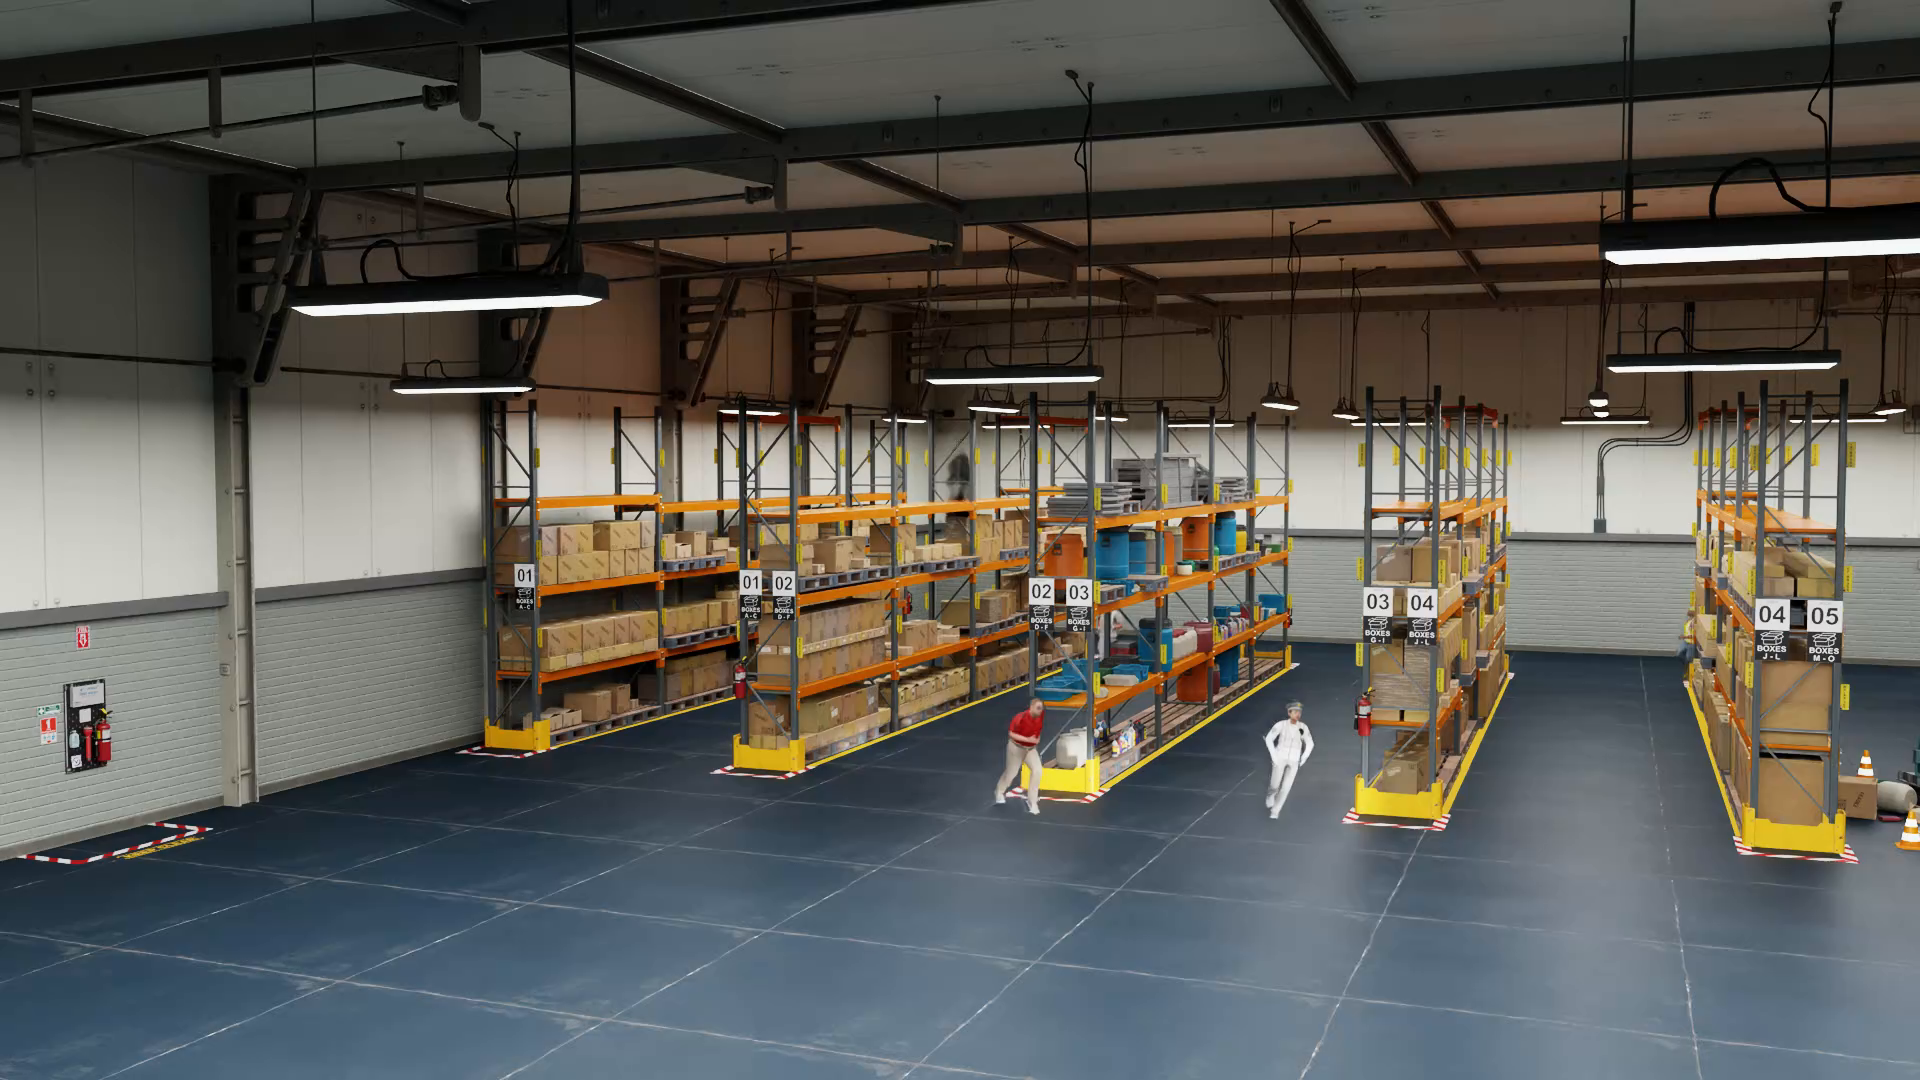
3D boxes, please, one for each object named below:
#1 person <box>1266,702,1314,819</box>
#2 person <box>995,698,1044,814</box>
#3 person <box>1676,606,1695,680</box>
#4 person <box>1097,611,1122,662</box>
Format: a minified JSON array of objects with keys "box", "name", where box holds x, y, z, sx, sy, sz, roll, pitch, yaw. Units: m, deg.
[{"box":[4.598,3.052,23.168,0.671,1.611,0.525,0,3,4],"name":"person"},{"box":[0.864,3.054,23.695,0.707,1.695,1.017,-2,4,-37],"name":"person"},{"box":[16.389,2.299,37.292,0.599,1.733,0.694,0,3,2],"name":"person"},{"box":[3.405,2.258,37.902,0.623,1.838,1.057,1,3,14],"name":"person"}]
